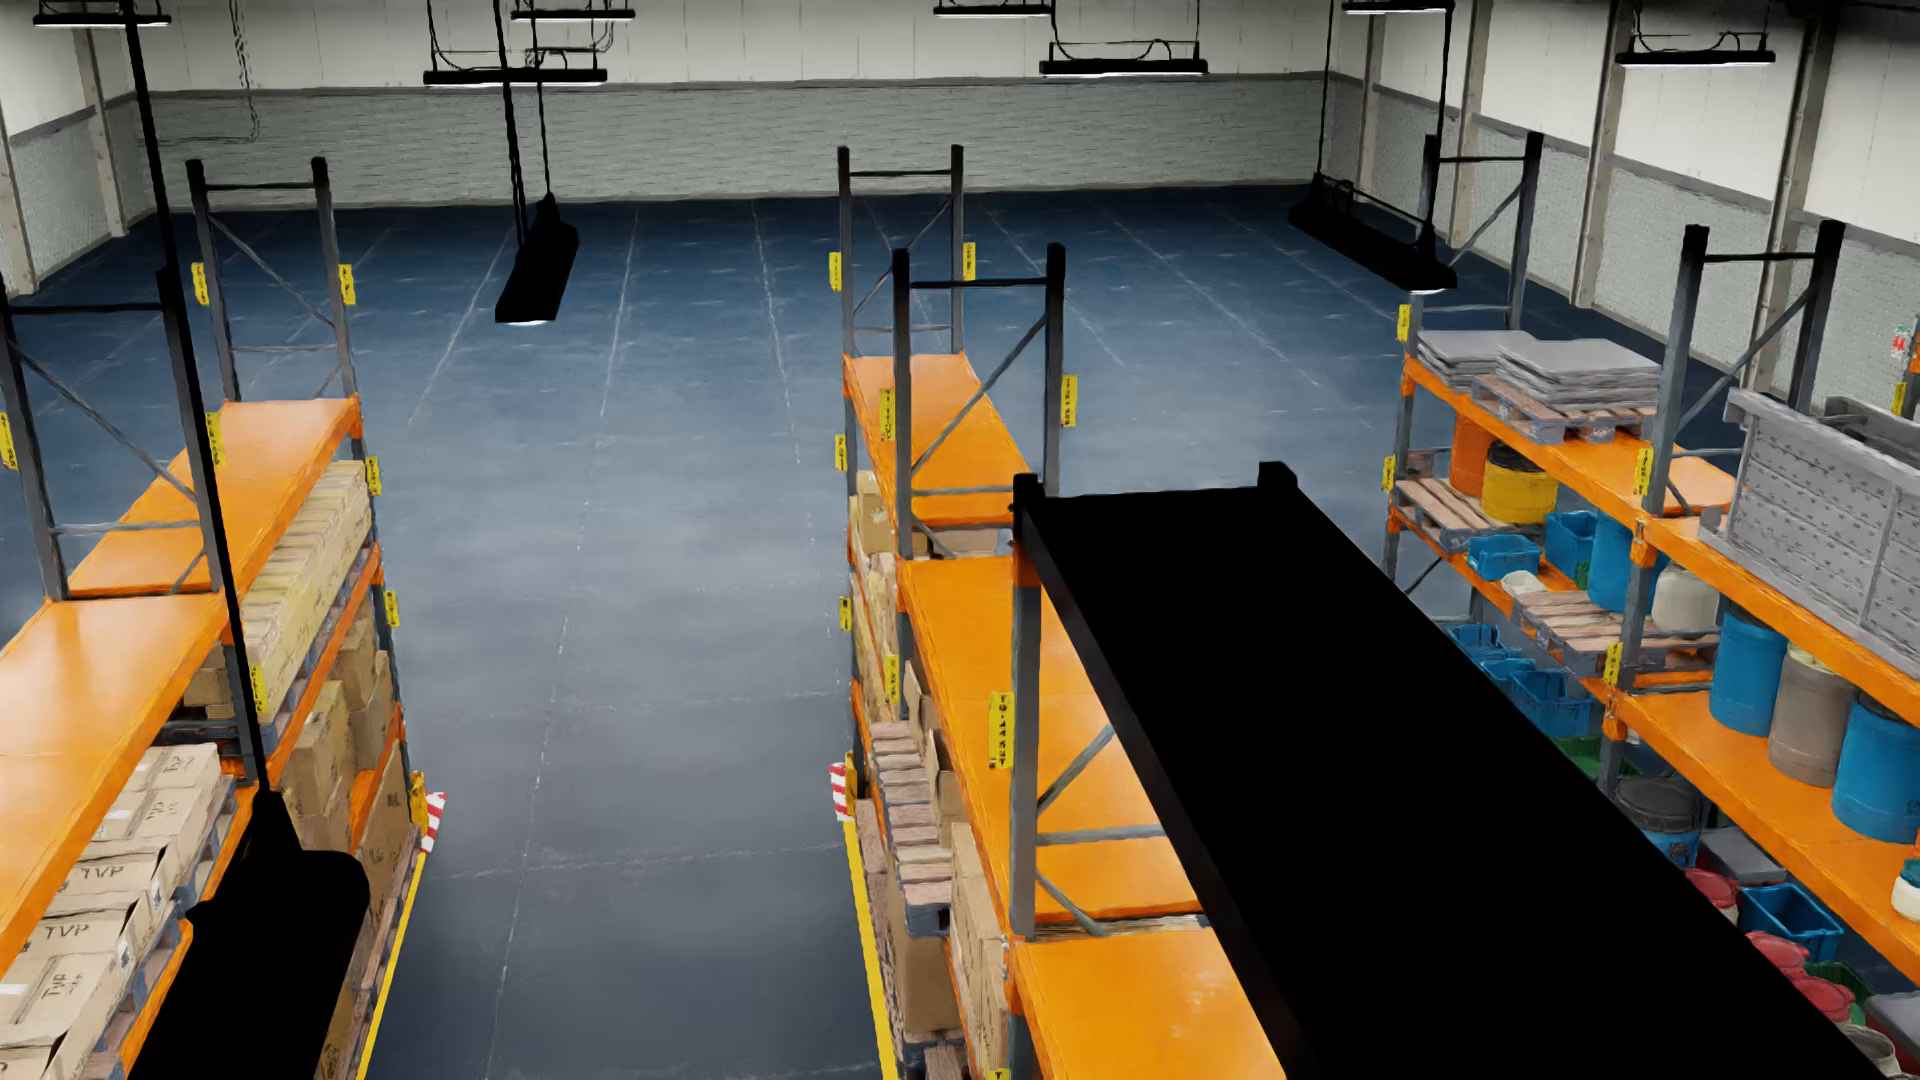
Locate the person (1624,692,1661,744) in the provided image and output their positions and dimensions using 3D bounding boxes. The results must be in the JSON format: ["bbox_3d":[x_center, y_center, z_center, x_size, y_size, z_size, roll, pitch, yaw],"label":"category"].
[{"bbox_3d":[6.825,1.177,16.490,0.534,1.598,0.938,5,22,11],"label":"person"}]
